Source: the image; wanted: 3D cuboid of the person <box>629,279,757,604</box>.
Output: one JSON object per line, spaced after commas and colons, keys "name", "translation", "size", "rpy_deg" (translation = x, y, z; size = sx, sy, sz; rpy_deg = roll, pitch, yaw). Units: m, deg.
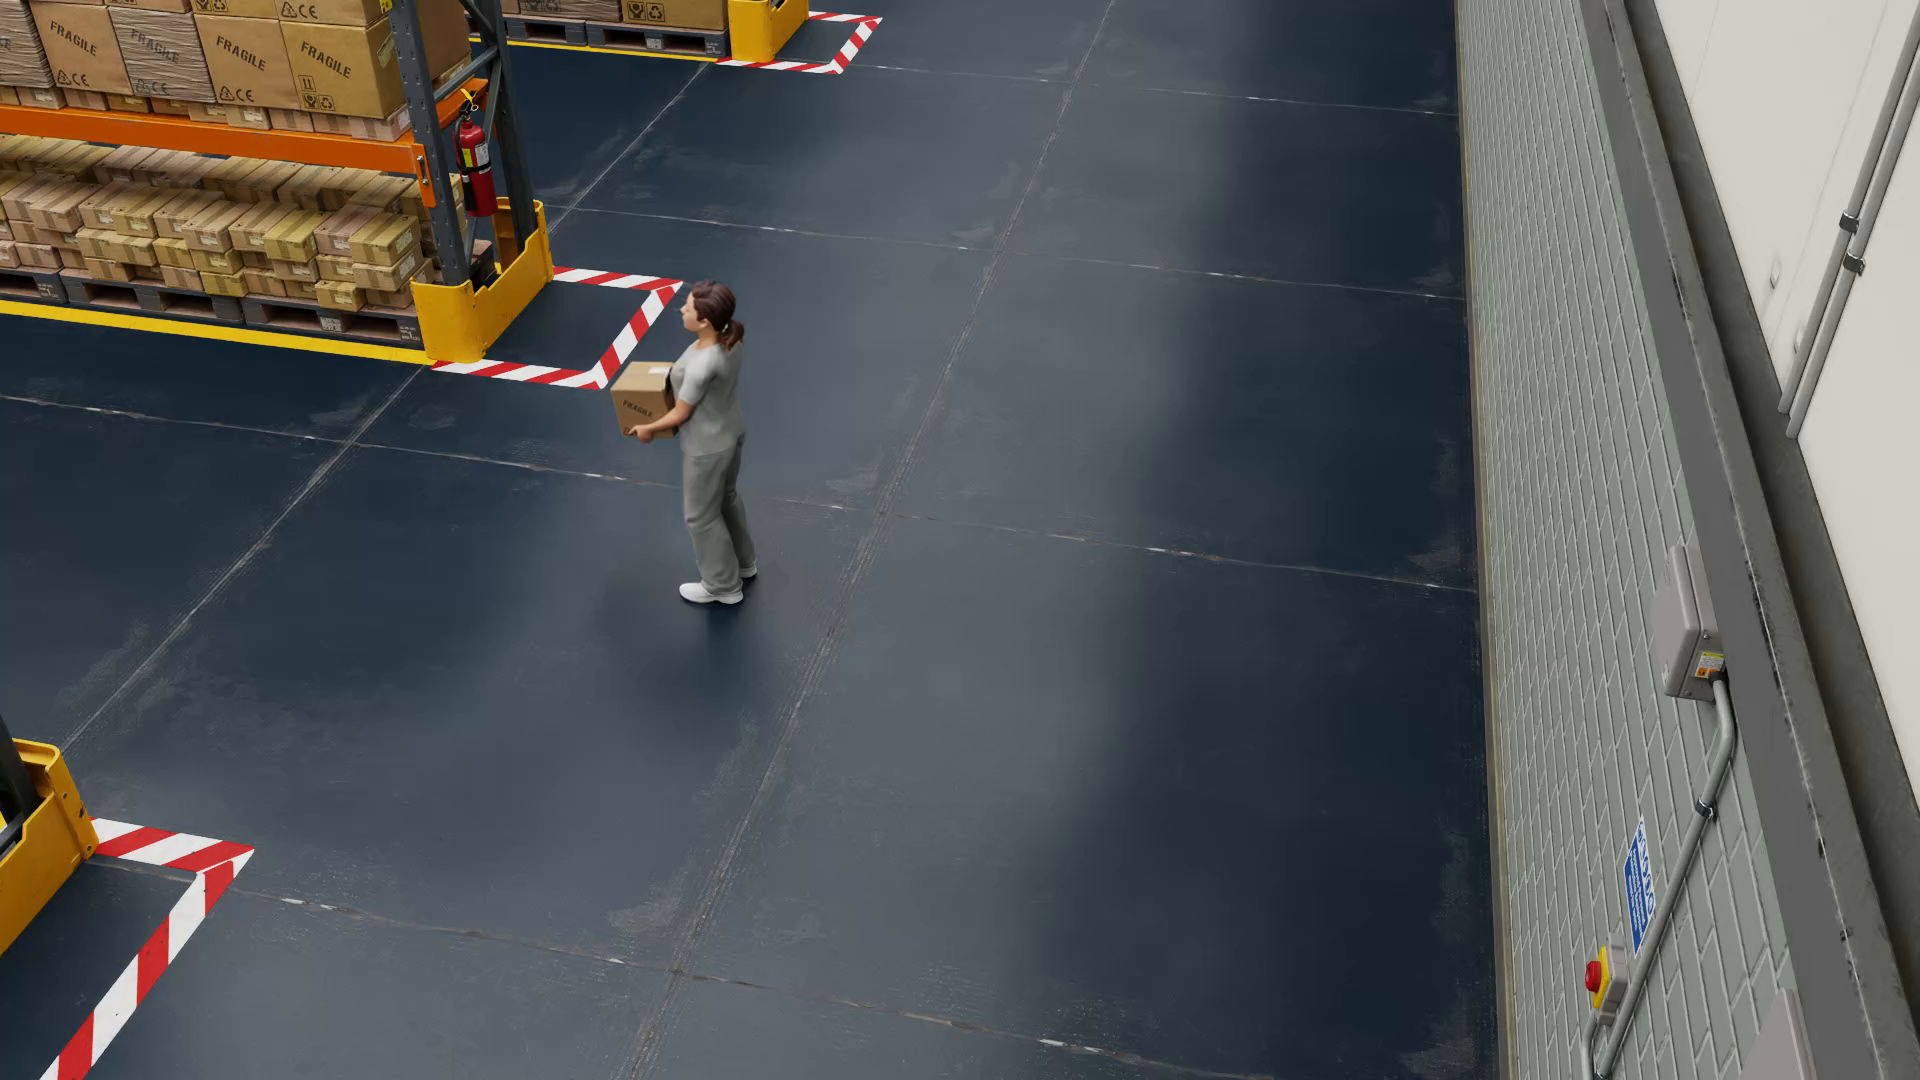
{"name": "person", "translation": [-1.198, -0.449, 7.582], "size": [0.542, 1.655, 0.437], "rpy_deg": [8, 37, 10]}
